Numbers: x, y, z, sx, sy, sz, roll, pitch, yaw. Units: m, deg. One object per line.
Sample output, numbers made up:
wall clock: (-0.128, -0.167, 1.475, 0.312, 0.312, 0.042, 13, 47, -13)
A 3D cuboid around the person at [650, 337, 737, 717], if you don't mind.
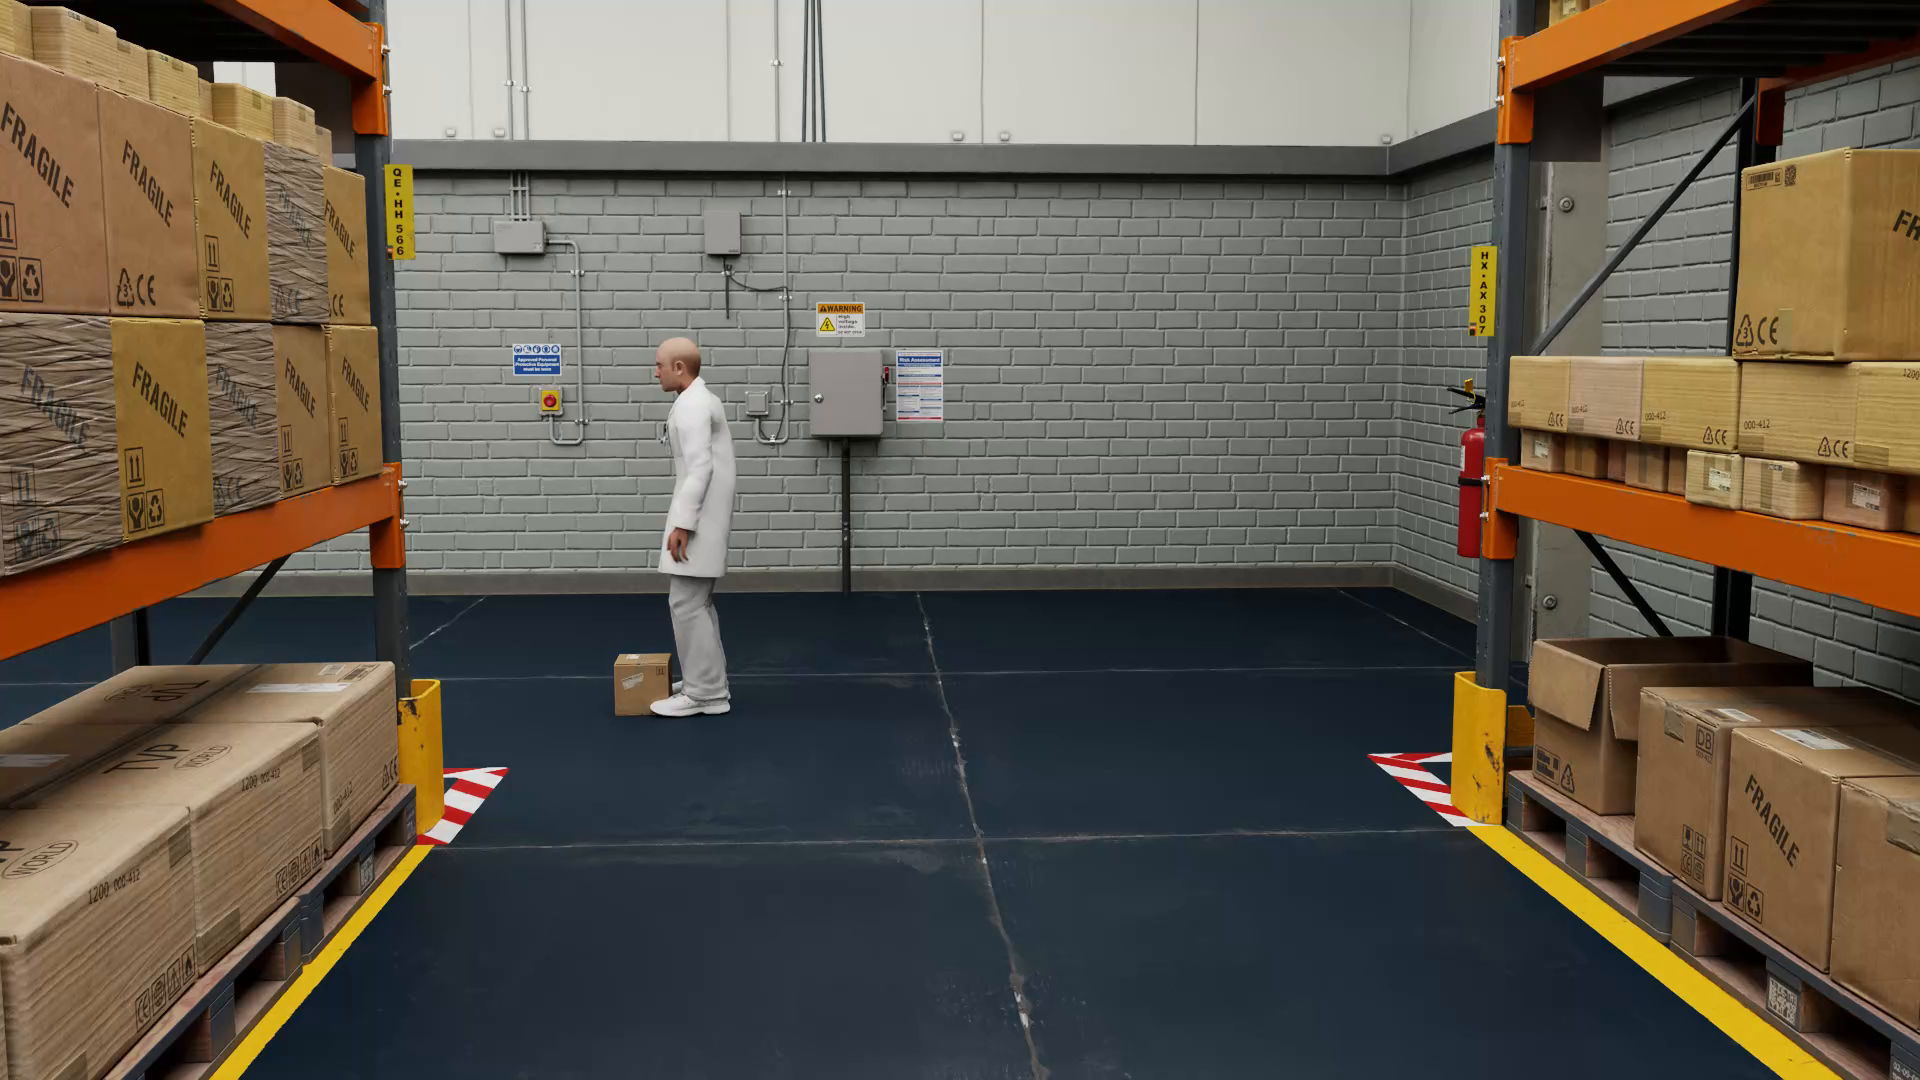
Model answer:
person: (-1.267, -0.070, 7.892, 0.421, 1.774, 0.642, 0, 7, -4)
